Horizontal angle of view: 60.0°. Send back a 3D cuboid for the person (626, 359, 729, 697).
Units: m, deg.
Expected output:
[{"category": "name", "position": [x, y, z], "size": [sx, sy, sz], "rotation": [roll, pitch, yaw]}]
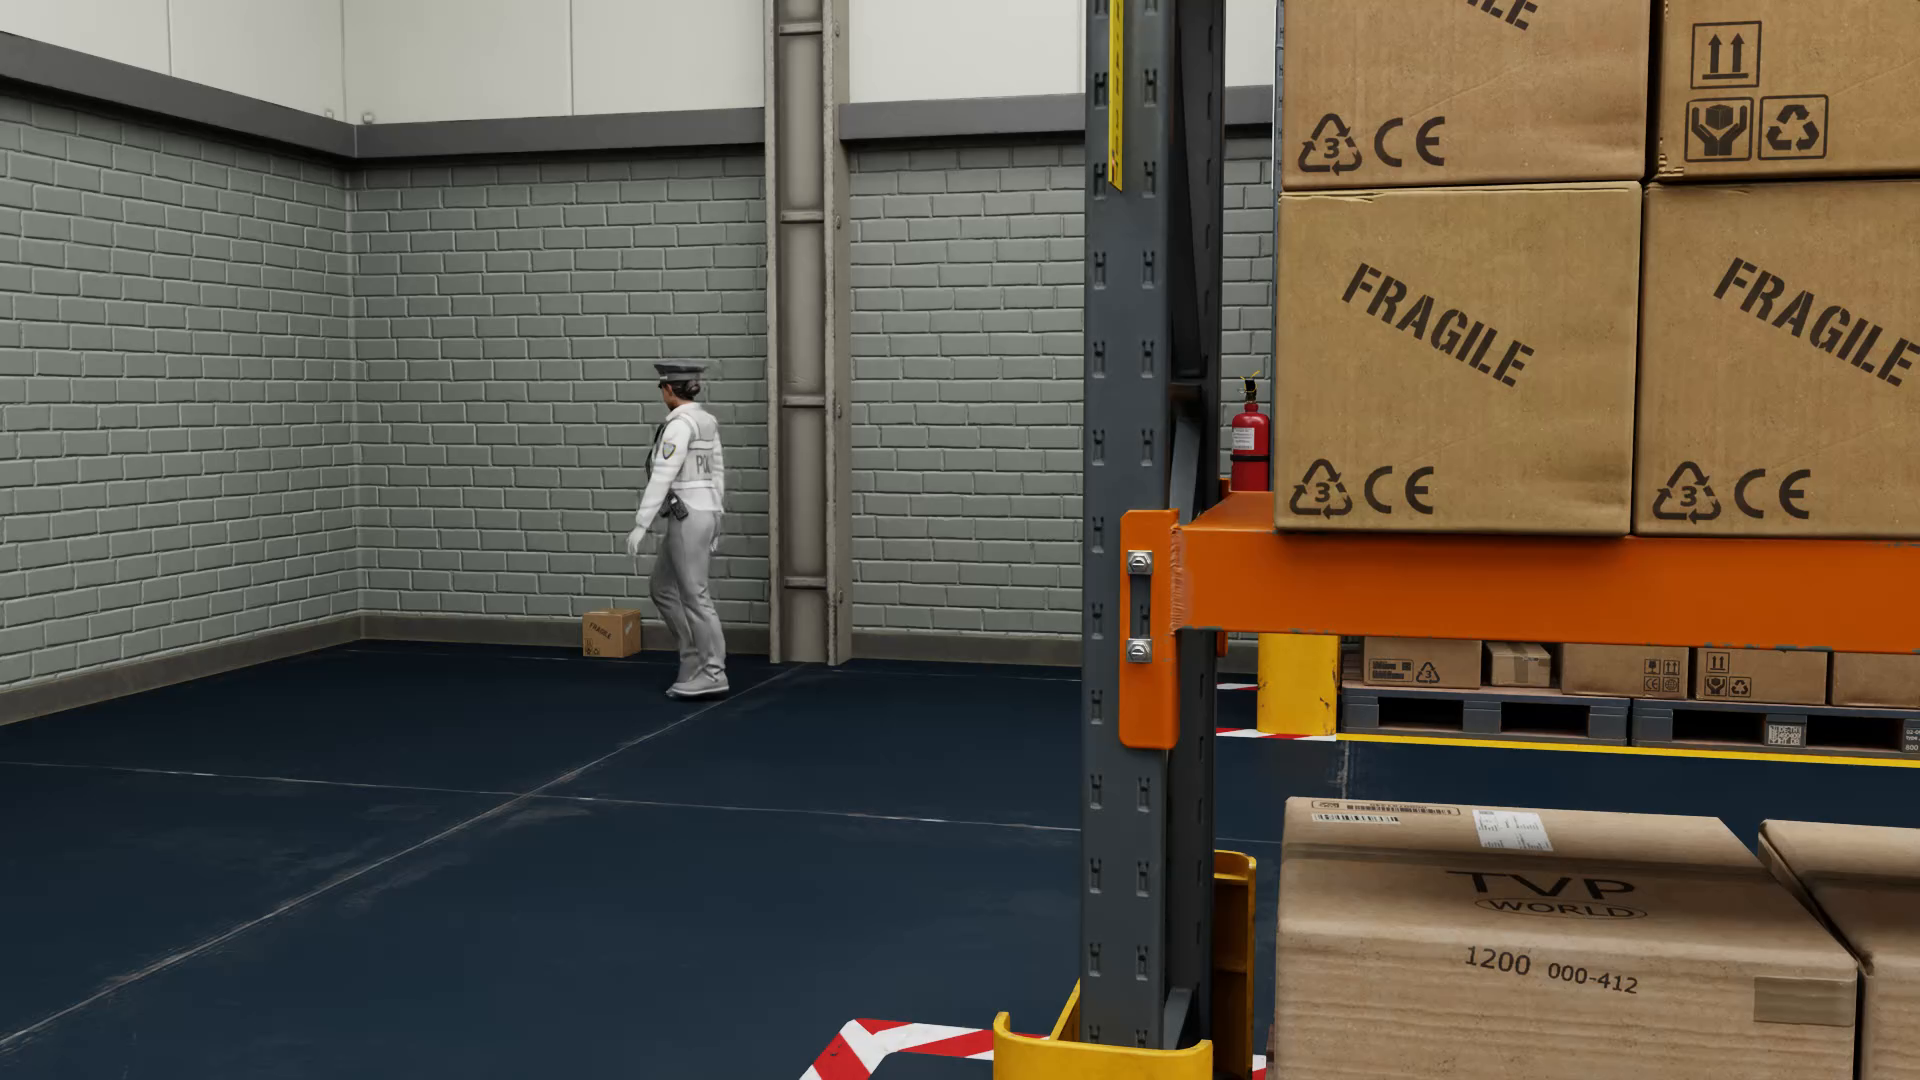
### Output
[{"category": "person", "position": [-1.373, -0.043, 8.247], "size": [0.465, 1.702, 0.535], "rotation": [0, 5, 5]}]
